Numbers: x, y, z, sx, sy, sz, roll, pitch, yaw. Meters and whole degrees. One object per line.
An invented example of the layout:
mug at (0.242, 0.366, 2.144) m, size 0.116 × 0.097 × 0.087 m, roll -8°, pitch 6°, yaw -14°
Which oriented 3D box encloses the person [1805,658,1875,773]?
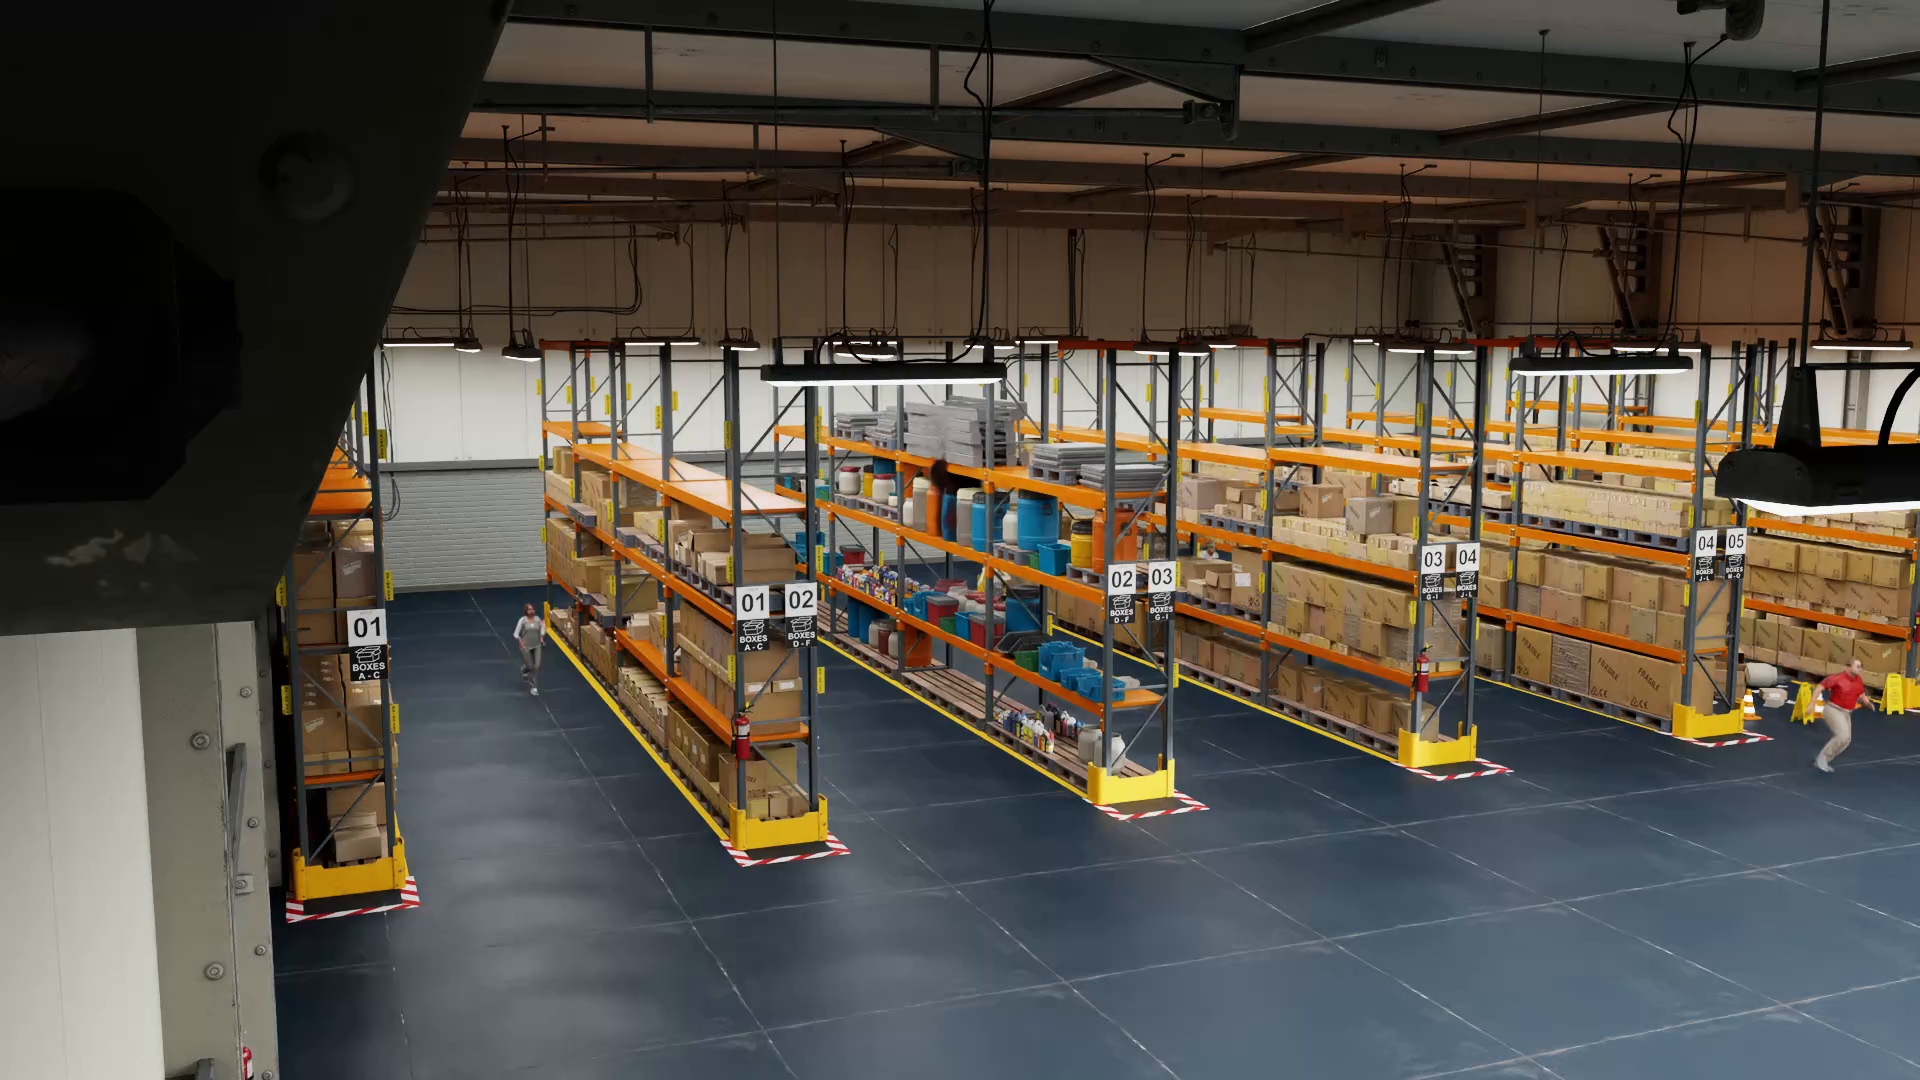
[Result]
person at (12.522, 2.500, 23.527) m, size 0.857 × 1.657 × 0.667 m, roll -5°, pitch 9°, yaw -31°

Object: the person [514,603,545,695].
person at (-7.385, 1.856, 28.593) m, size 0.546 × 1.569 × 0.632 m, roll -4°, pitch 8°, yaw -29°

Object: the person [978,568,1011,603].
person at (0.740, 0.985, 35.223) m, size 0.720 × 1.627 × 0.615 m, roll 1°, pitch 8°, yaw 9°

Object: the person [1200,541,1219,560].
person at (5.315, 0.835, 35.882) m, size 0.637 × 1.697 × 0.737 m, roll -6°, pitch 9°, yaw -38°
